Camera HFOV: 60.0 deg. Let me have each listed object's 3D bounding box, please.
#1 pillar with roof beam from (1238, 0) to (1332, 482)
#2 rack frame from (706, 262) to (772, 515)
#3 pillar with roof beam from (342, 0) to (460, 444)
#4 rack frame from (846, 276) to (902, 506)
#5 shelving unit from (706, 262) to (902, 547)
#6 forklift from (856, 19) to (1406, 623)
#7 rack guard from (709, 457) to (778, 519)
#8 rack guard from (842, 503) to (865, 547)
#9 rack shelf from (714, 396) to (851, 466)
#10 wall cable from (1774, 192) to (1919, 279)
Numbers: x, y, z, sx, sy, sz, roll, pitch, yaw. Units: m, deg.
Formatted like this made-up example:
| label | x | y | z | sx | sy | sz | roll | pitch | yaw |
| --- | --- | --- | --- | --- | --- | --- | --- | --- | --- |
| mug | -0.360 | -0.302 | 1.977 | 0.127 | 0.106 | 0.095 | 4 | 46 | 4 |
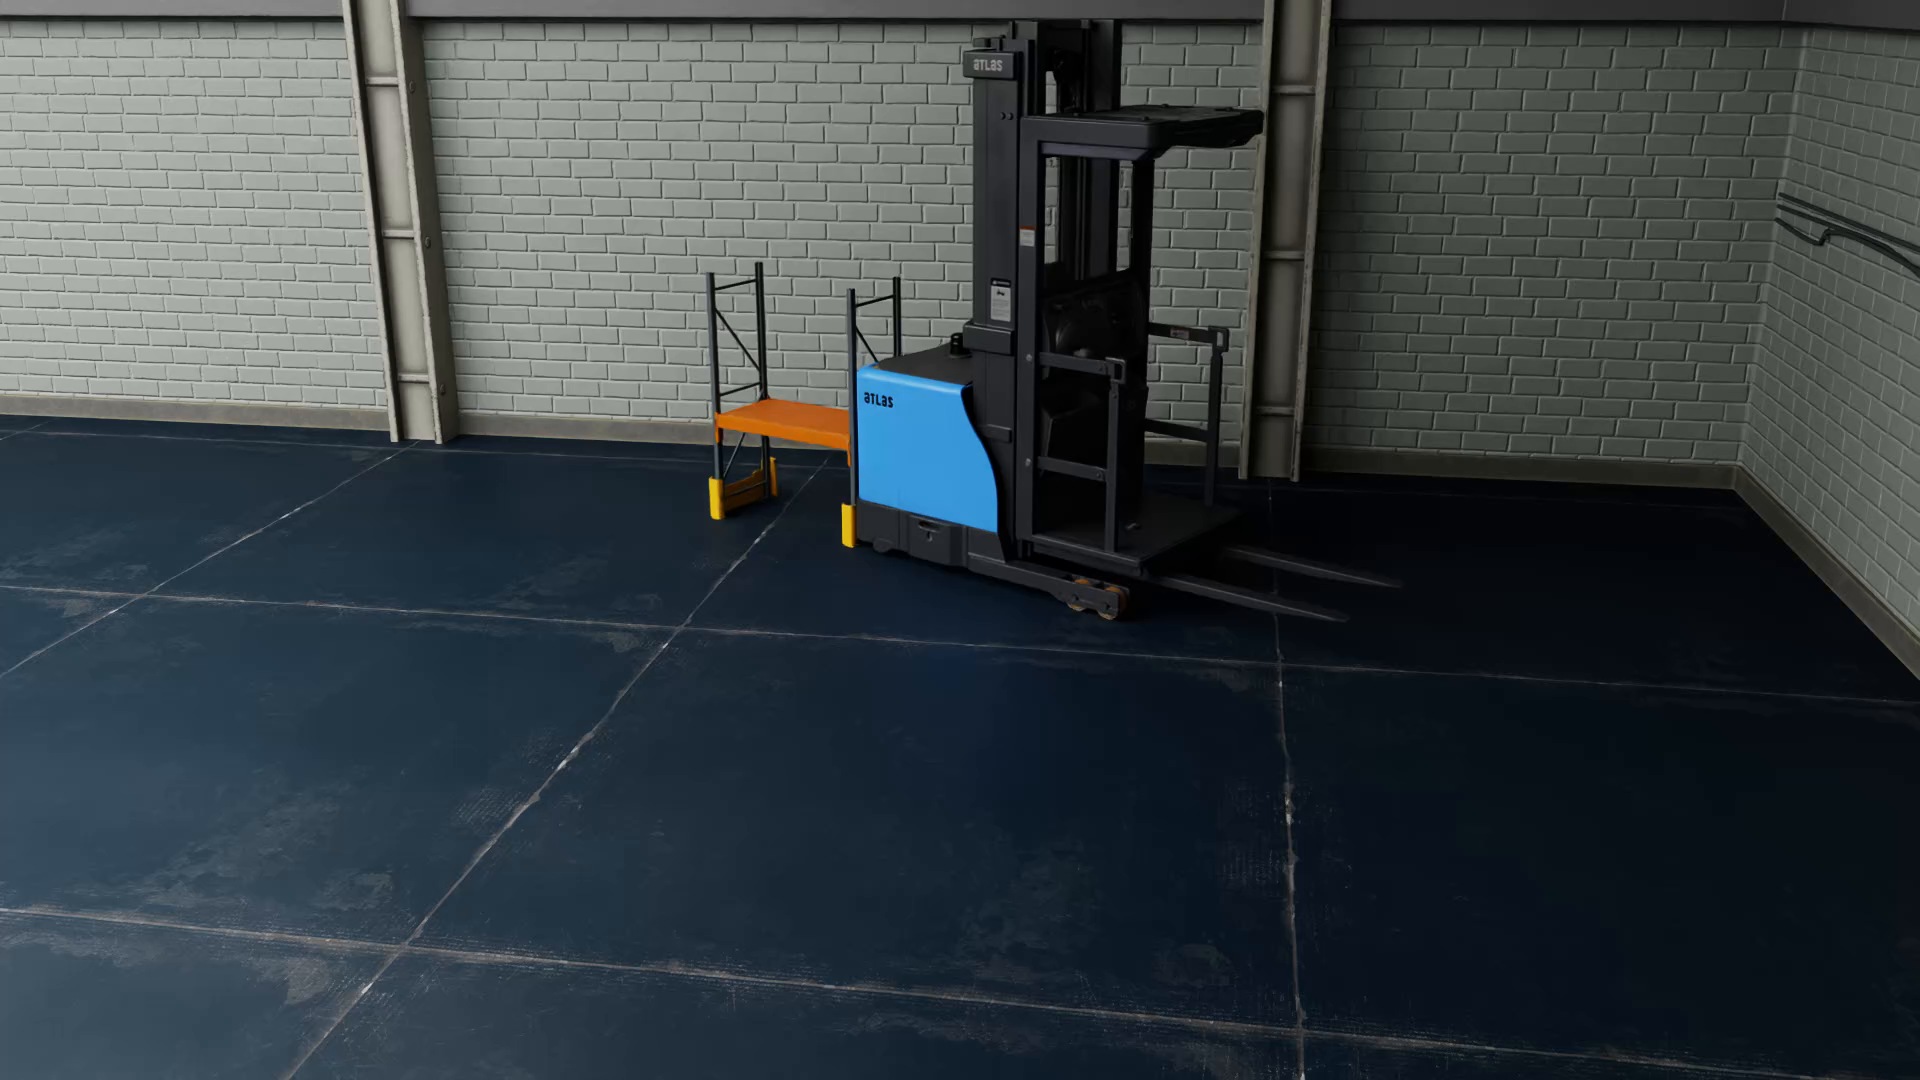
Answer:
| label | x | y | z | sx | sy | sz | roll | pitch | yaw |
| --- | --- | --- | --- | --- | --- | --- | --- | --- | --- |
| pillar with roof beam | 1.383 | -3.361 | 5.665 | 0.400 | 9.000 | 9.100 | 3 | 19 | 9 |
| rack frame | -1.349 | -0.922 | 10.195 | 0.032 | 1.500 | 0.500 | 11 | 22 | 30 |
| pillar with roof beam | -4.541 | -3.663 | 6.567 | 0.400 | 9.000 | 9.100 | 3 | 19 | 9 |
| rack frame | -0.488 | -0.751 | 9.683 | 0.032 | 1.500 | 0.500 | 11 | 22 | 30 |
| shelving unit | -0.926 | -0.838 | 9.943 | 1.083 | 1.500 | 0.587 | 11 | 22 | 30 |
| forklift | 0.872 | -1.170 | 8.681 | 3.031 | 2.935 | 1.130 | 14 | 23 | 36 |
| rack guard | -1.348 | -0.329 | 10.393 | 0.087 | 0.250 | 0.587 | 11 | 22 | 30 |
| rack guard | -0.504 | -0.161 | 9.891 | 0.087 | 0.250 | 0.587 | 11 | 22 | 30 |
| rack shelf | -0.918 | -0.666 | 9.996 | 1.000 | 0.185 | 0.538 | 11 | 22 | 30 |
| wall cable | 4.764 | -2.674 | 8.507 | 0.112 | 2.526 | 3.097 | 3 | 19 | 9 |
